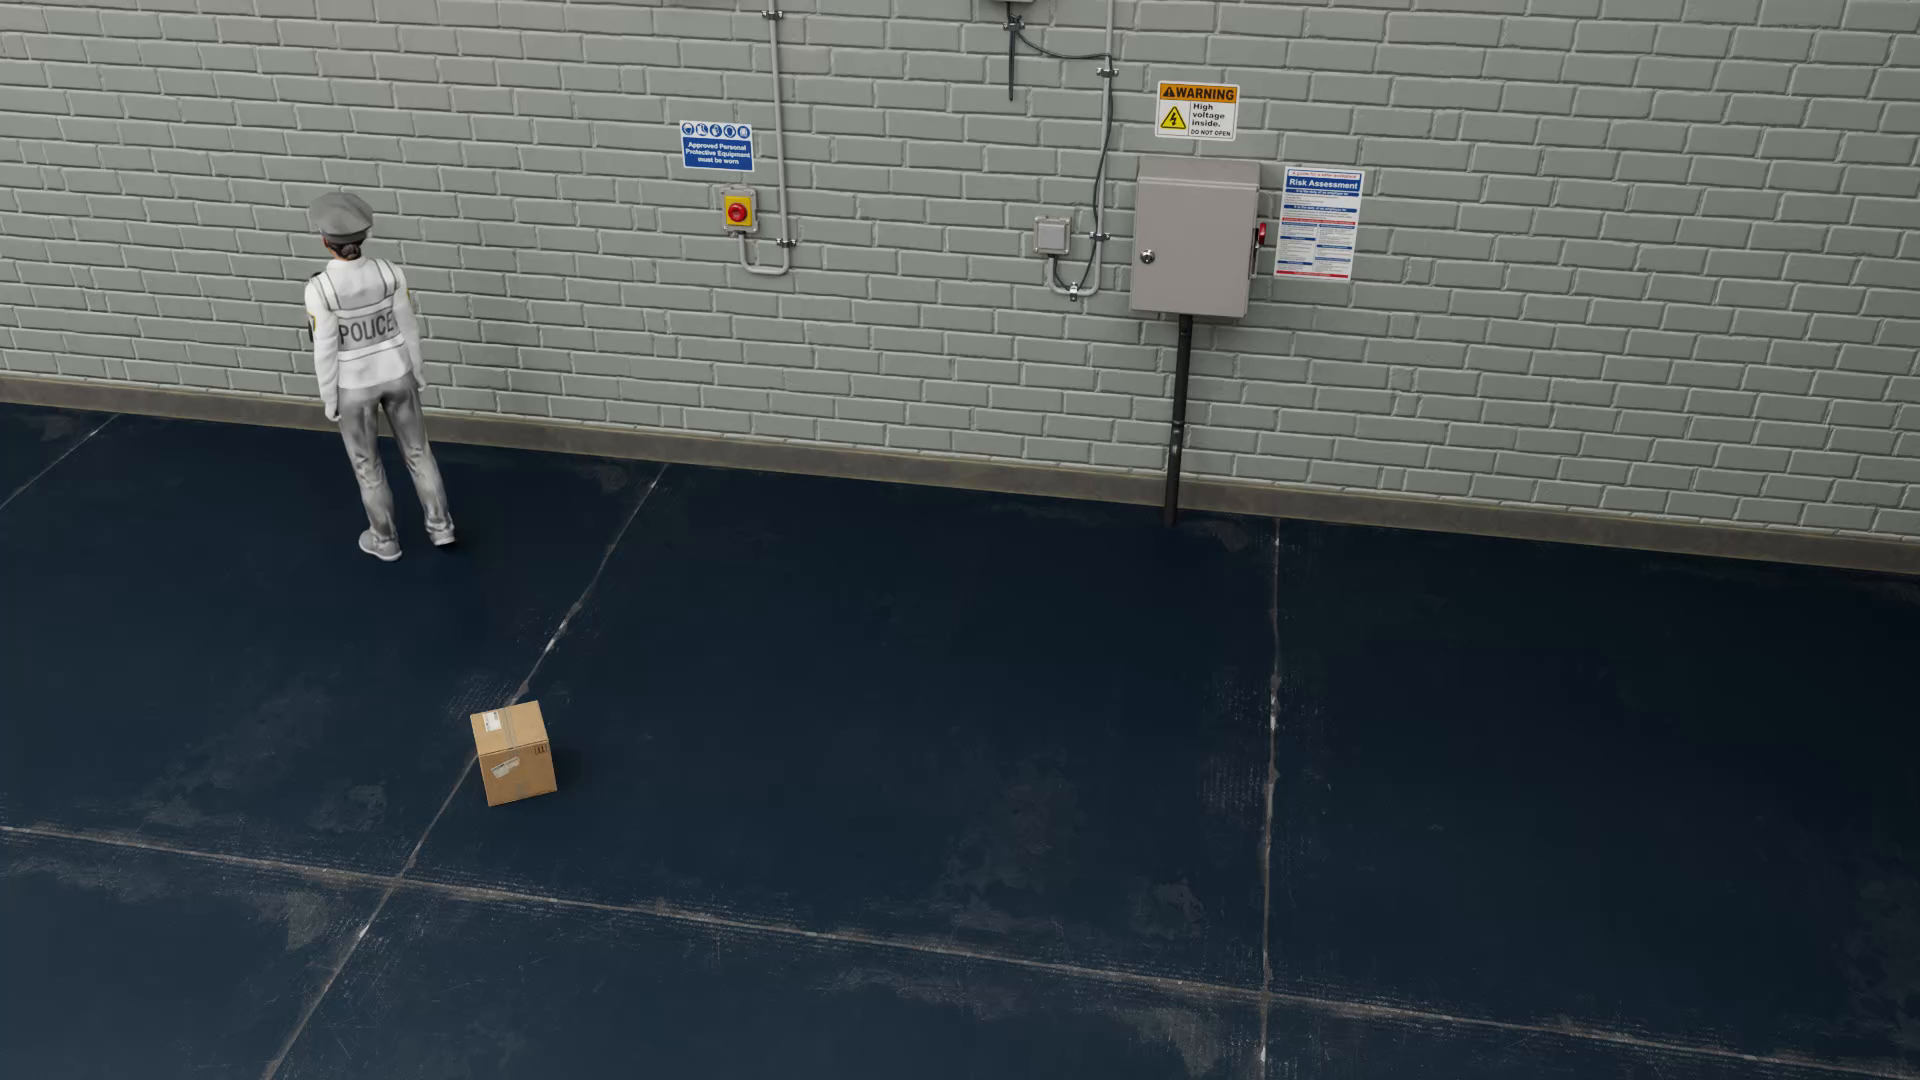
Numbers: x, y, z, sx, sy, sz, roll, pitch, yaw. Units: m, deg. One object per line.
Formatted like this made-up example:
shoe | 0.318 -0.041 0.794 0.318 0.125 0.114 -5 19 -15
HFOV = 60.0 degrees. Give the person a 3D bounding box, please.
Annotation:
person | -2.545 -0.644 7.208 0.470 1.723 0.357 -24 40 -33
